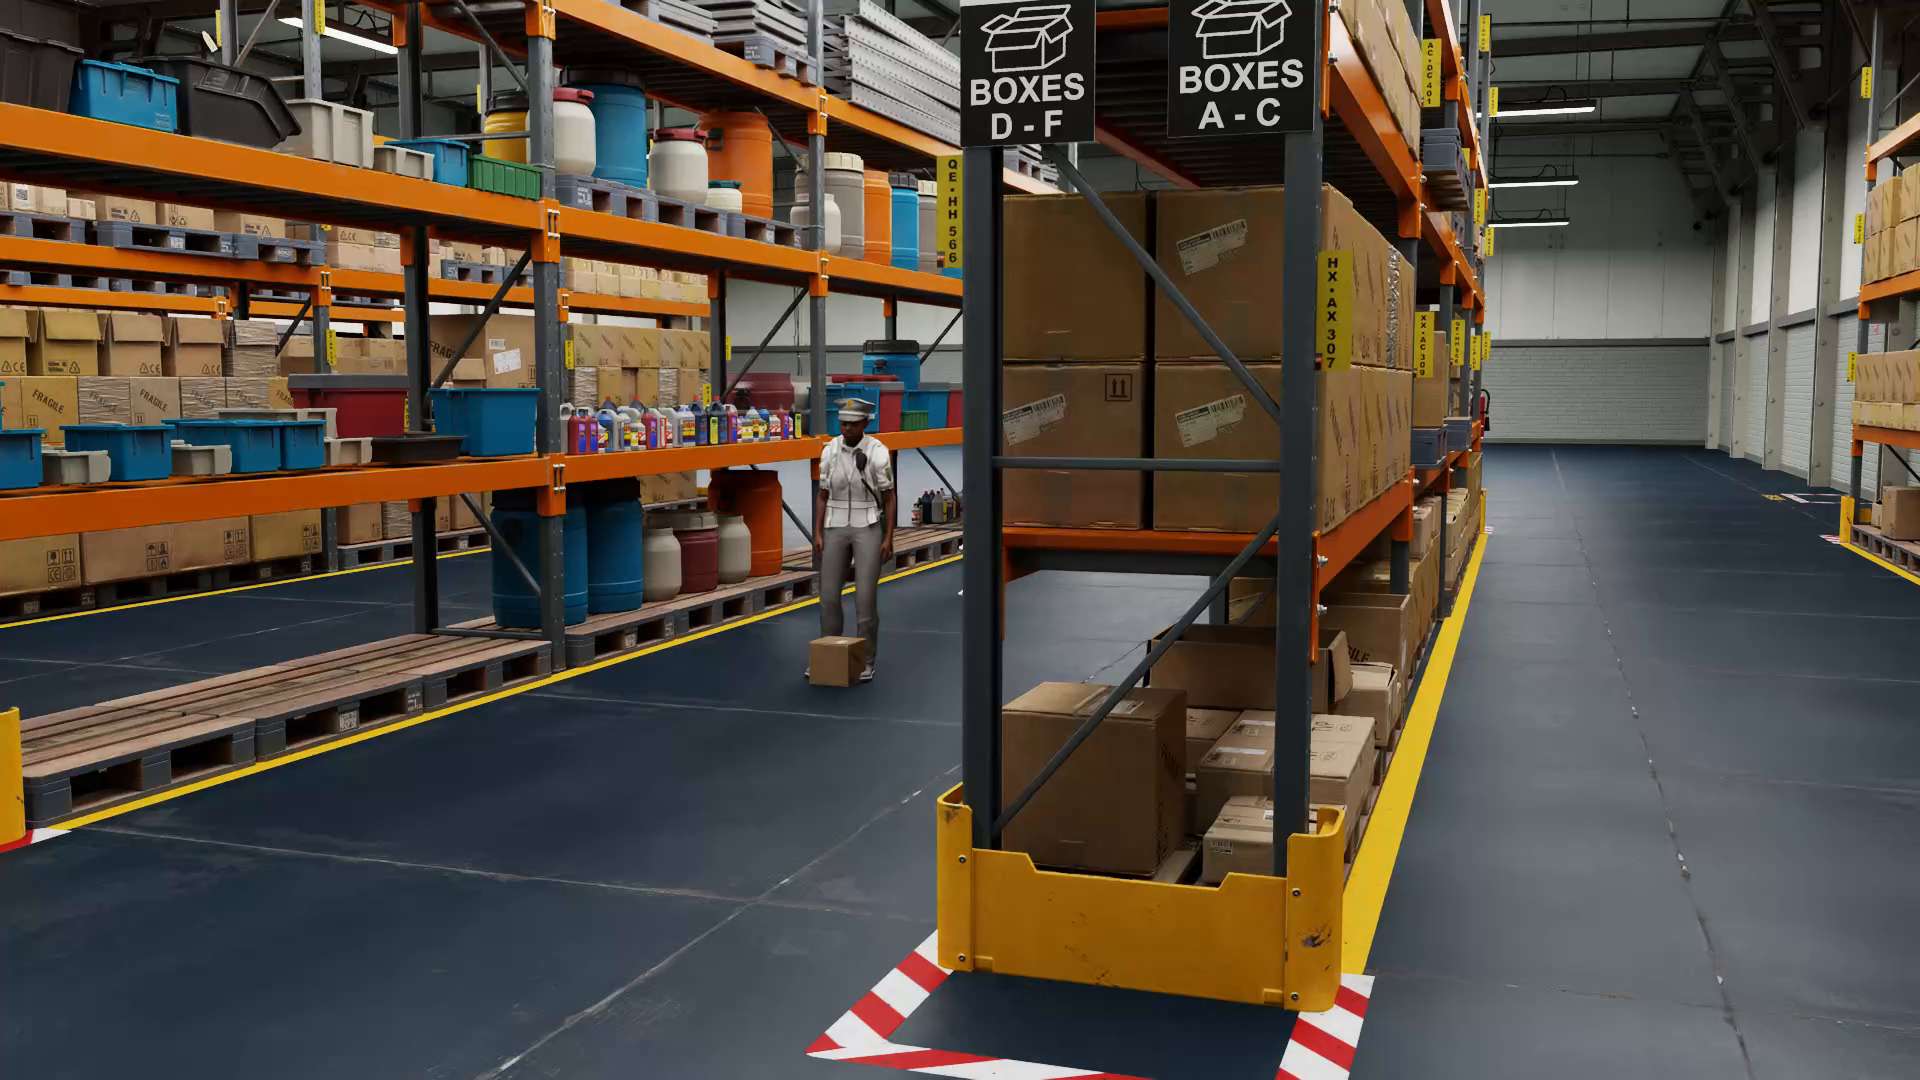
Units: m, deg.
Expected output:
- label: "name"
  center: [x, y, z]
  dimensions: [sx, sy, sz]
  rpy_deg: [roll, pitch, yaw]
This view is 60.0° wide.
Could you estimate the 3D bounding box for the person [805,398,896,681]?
- label: "person"
  center: [-0.647, -0.012, 9.868]
  dimensions: [0.530, 1.660, 0.428]
  rpy_deg: [1, 6, 15]
